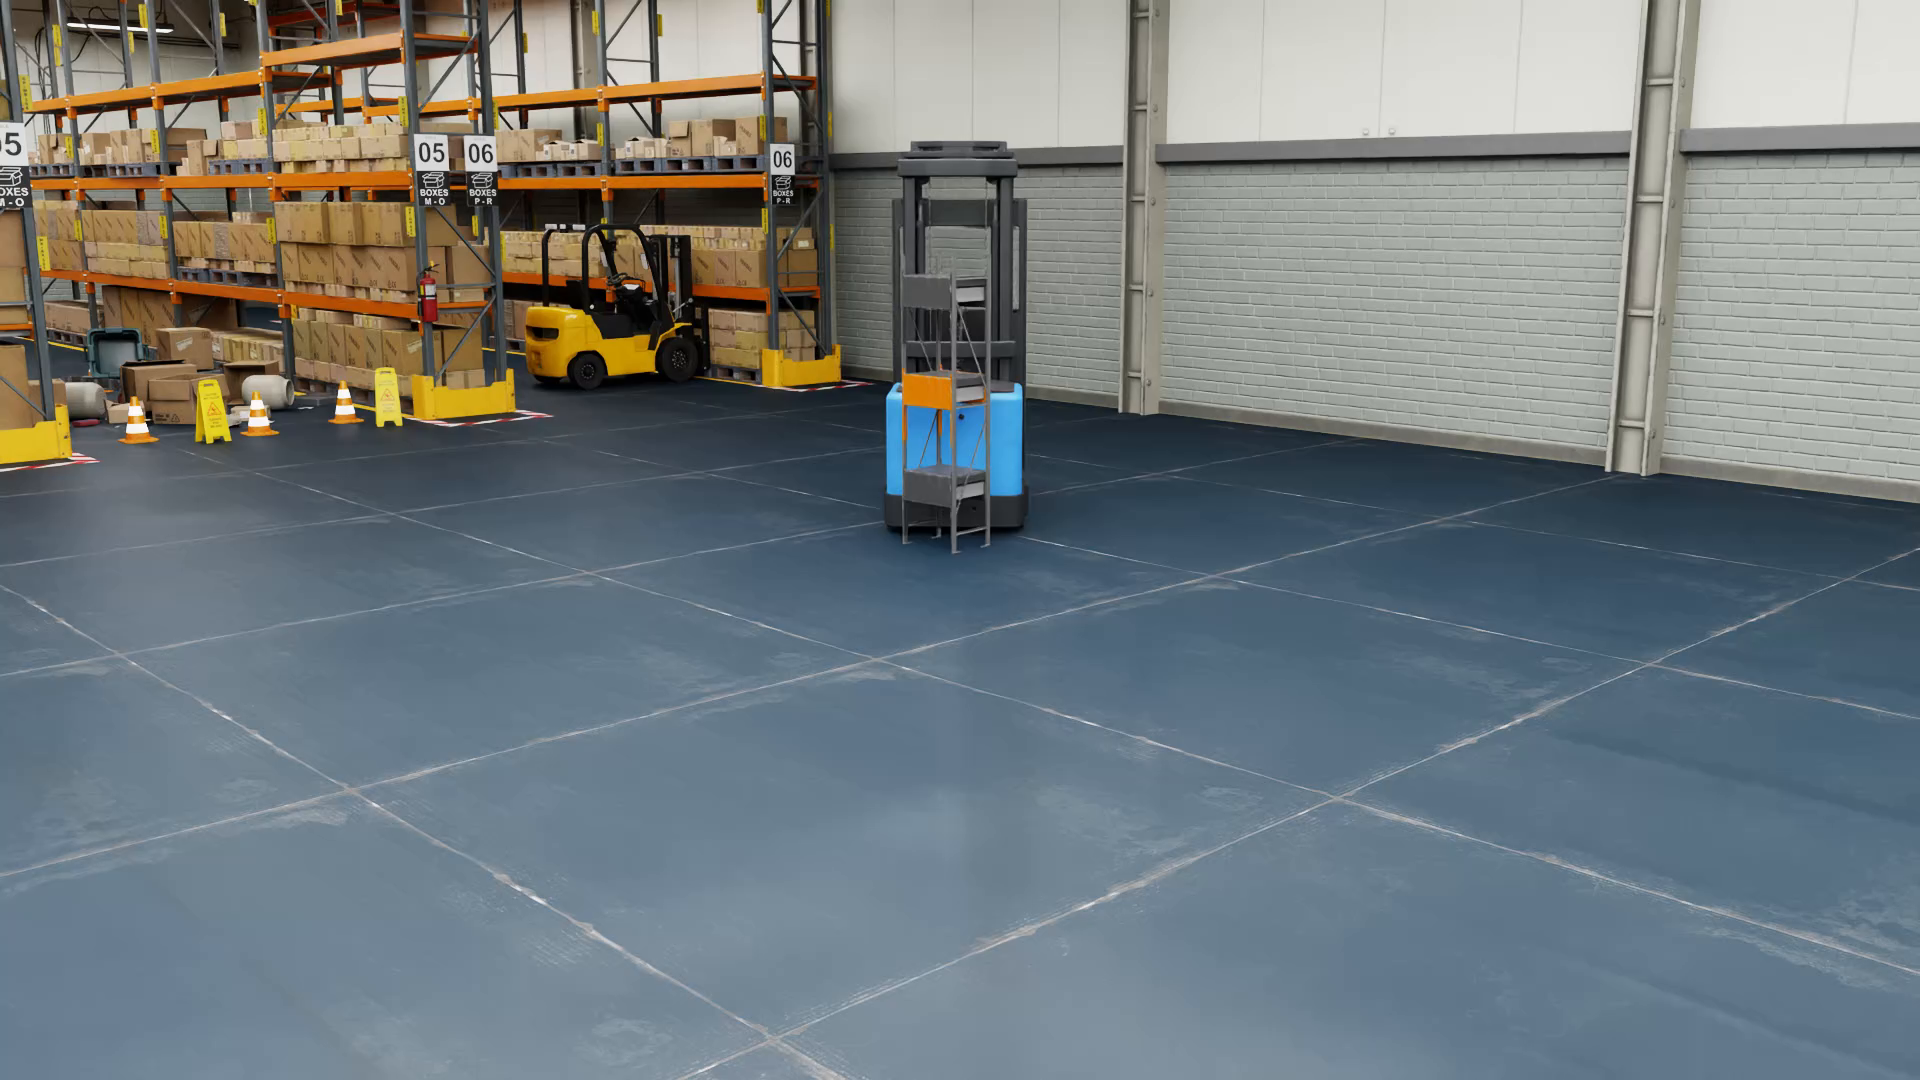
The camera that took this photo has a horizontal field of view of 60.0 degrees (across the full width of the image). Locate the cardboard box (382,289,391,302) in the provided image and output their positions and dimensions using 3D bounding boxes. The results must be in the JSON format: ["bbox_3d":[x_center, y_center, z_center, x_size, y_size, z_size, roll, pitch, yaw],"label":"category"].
[{"bbox_3d":[-6.604,-2.902,19.688,0.380,0.149,0.250,-11,16,-44],"label":"cardboard box"}]

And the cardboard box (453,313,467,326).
[{"bbox_3d":[-8.497,-3.886,28.994,0.500,0.500,0.500,-11,16,-43],"label":"cardboard box"}]

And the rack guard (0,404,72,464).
[{"bbox_3d":[-9.268,-1.006,16.057,1.175,0.500,0.348,-11,16,-43],"label":"rack guard"}]

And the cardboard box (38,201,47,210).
[{"bbox_3d":[-15.738,-5.808,28.834,0.250,0.149,0.380,11,16,44],"label":"cardboard box"}]

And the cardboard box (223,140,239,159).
[{"bbox_3d":[-9.742,-5.338,22.785,0.500,0.250,0.500,-11,16,-42],"label":"cardboard box"}]

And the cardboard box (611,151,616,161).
[{"bbox_3d":[-5.393,-5.967,25.839,0.380,0.149,0.250,-11,16,-43],"label":"cardboard box"}]

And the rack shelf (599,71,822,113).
[{"bbox_3d":[-3.568,-6.313,23.526,1.077,0.370,4.000,-11,16,-43],"label":"rack shelf"}]

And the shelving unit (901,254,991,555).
[{"bbox_3d":[-0.100,-0.986,11.994,0.503,2.100,0.431,10,16,41],"label":"shelving unit"}]

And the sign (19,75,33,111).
[{"bbox_3d":[-8.879,-4.247,15.794,0.100,0.325,0.005,-11,16,-43],"label":"sign"}]

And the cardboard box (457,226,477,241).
[{"bbox_3d":[-8.972,-5.267,29.247,0.637,0.503,0.797,11,16,44],"label":"cardboard box"}]

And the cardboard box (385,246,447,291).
[{"bbox_3d":[-6.348,-3.174,19.400,0.500,0.500,0.500,-11,16,-44],"label":"cardboard box"}]

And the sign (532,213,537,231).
[{"bbox_3d":[-7.312,-5.443,28.530,0.100,0.325,0.005,-11,16,-43],"label":"sign"}]

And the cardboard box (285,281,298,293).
[{"bbox_3d":[-8.551,-3.309,21.661,0.380,0.149,0.250,-11,16,-43],"label":"cardboard box"}]

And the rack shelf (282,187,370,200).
[{"bbox_3d":[-11.855,-6.791,32.289,1.077,0.370,4.000,-11,16,-43],"label":"rack shelf"}]

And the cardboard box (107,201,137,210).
[{"bbox_3d":[-14.091,-5.629,27.965,0.380,0.149,0.250,-11,16,-43],"label":"cardboard box"}]

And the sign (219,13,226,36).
[{"bbox_3d":[-10.913,-7.618,24.575,0.100,0.325,0.005,-11,16,-43],"label":"sign"}]

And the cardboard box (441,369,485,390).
[{"bbox_3d":[-6.131,-1.954,20.235,0.500,0.250,0.500,-11,16,-43],"label":"cardboard box"}]

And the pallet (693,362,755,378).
[{"bbox_3d":[-3.583,-2.549,24.261,1.003,0.211,1.213,-11,16,-43],"label":"pallet"}]

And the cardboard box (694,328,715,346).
[{"bbox_3d":[-3.459,-2.909,23.634,0.500,0.250,0.500,-11,16,-44],"label":"cardboard box"}]

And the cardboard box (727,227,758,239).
[{"bbox_3d":[-2.980,-4.232,22.928,0.380,0.149,0.250,-10,16,-41],"label":"cardboard box"}]

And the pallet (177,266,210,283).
[{"bbox_3d":[-10.730,-3.923,24.495,1.213,0.211,1.003,-11,16,-43],"label":"pallet"}]

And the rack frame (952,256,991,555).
[{"bbox_3d":[0.081,-0.953,11.834,0.015,2.100,0.400,10,16,41],"label":"rack frame"}]

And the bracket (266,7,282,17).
[{"bbox_3d":[-14.416,-11.076,34.953,0.235,0.232,0.430,-11,16,-43],"label":"bracket"}]

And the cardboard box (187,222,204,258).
[{"bbox_3d":[-10.790,-4.334,23.987,0.500,0.500,0.500,-10,15,-40],"label":"cardboard box"}]

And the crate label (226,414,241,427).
[{"bbox_3d":[-8.160,-1.321,18.486,0.298,0.136,0.250,3,12,16],"label":"crate label"}]

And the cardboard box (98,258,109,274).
[{"bbox_3d":[-13.590,-4.440,26.902,0.500,0.250,0.500,11,16,44],"label":"cardboard box"}]

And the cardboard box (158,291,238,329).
[{"bbox_3d":[-11.716,-3.384,25.626,0.875,0.875,0.875,-11,16,-43],"label":"cardboard box"}]

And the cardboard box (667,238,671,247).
[{"bbox_3d":[-4.056,-4.307,24.030,0.250,0.149,0.380,11,16,43],"label":"cardboard box"}]

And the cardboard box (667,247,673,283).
[{"bbox_3d":[-4.109,-4.015,24.219,0.500,0.500,0.500,-11,16,-43],"label":"cardboard box"}]

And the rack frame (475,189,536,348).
[{"bbox_3d":[-7.711,-4.799,28.269,1.000,3.000,0.127,-11,16,-43],"label":"rack frame"}]

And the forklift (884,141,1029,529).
[{"bbox_3d":[0.005,-1.770,13.737,1.130,2.935,3.031,0,12,2],"label":"forklift"}]

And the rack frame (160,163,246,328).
[{"bbox_3d":[-11.299,-4.106,24.909,1.000,3.000,0.127,-11,16,-43],"label":"rack frame"}]

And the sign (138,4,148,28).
[{"bbox_3d":[-11.698,-7.502,23.815,0.100,0.325,0.005,-11,16,-43],"label":"sign"}]

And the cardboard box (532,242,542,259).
[{"bbox_3d":[-6.517,-4.648,26.671,0.500,0.250,0.500,-11,16,-42],"label":"cardboard box"}]

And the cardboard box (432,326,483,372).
[{"bbox_3d":[-6.148,-2.325,20.176,0.500,0.500,0.500,11,16,43],"label":"cardboard box"}]

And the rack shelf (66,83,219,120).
[{"bbox_3d":[-12.680,-6.788,25.833,1.077,0.370,4.000,-11,16,-43],"label":"rack shelf"}]

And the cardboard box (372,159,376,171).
[{"bbox_3d":[-6.704,-4.419,19.618,0.380,0.149,0.250,-11,16,-42],"label":"cardboard box"}]

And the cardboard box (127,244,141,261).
[{"bbox_3d":[-12.542,-4.459,25.754,0.500,0.250,0.500,11,16,44],"label":"cardboard box"}]

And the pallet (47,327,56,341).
[{"bbox_3d":[-16.215,-3.802,30.344,1.003,0.211,1.213,-11,16,-43],"label":"pallet"}]

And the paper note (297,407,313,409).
[{"bbox_3d":[-7.914,-1.605,20.127,0.148,0.019,0.142,6,13,26],"label":"paper note"}]

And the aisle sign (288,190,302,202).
[{"bbox_3d":[-13.496,-7.208,33.523,0.394,0.787,0.004,-11,16,-43],"label":"aisle sign"}]

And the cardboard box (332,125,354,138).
[{"bbox_3d":[-7.305,-4.903,19.987,0.380,0.149,0.250,-10,16,-41],"label":"cardboard box"}]

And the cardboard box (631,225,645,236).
[{"bbox_3d":[-4.685,-4.616,24.791,0.380,0.149,0.250,-11,16,-42],"label":"cardboard box"}]

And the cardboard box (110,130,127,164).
[{"bbox_3d":[-12.726,-6.047,25.606,0.500,0.500,0.500,-11,16,-42],"label":"cardboard box"}]

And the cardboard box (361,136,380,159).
[{"bbox_3d":[-6.659,-4.593,19.471,0.500,0.250,0.500,-11,16,-43],"label":"cardboard box"}]

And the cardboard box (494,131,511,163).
[{"bbox_3d":[-7.387,-6.432,27.226,0.500,0.500,0.500,-11,16,-42],"label":"cardboard box"}]

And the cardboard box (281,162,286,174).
[{"bbox_3d":[-8.498,-4.788,21.407,0.380,0.149,0.250,-11,16,-43],"label":"cardboard box"}]

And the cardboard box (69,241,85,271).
[{"bbox_3d":[-14.566,-4.771,27.888,0.500,0.500,0.500,-11,16,-42],"label":"cardboard box"}]

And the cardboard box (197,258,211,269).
[{"bbox_3d":[-10.707,-3.980,23.879,0.380,0.149,0.250,-11,16,-42],"label":"cardboard box"}]
